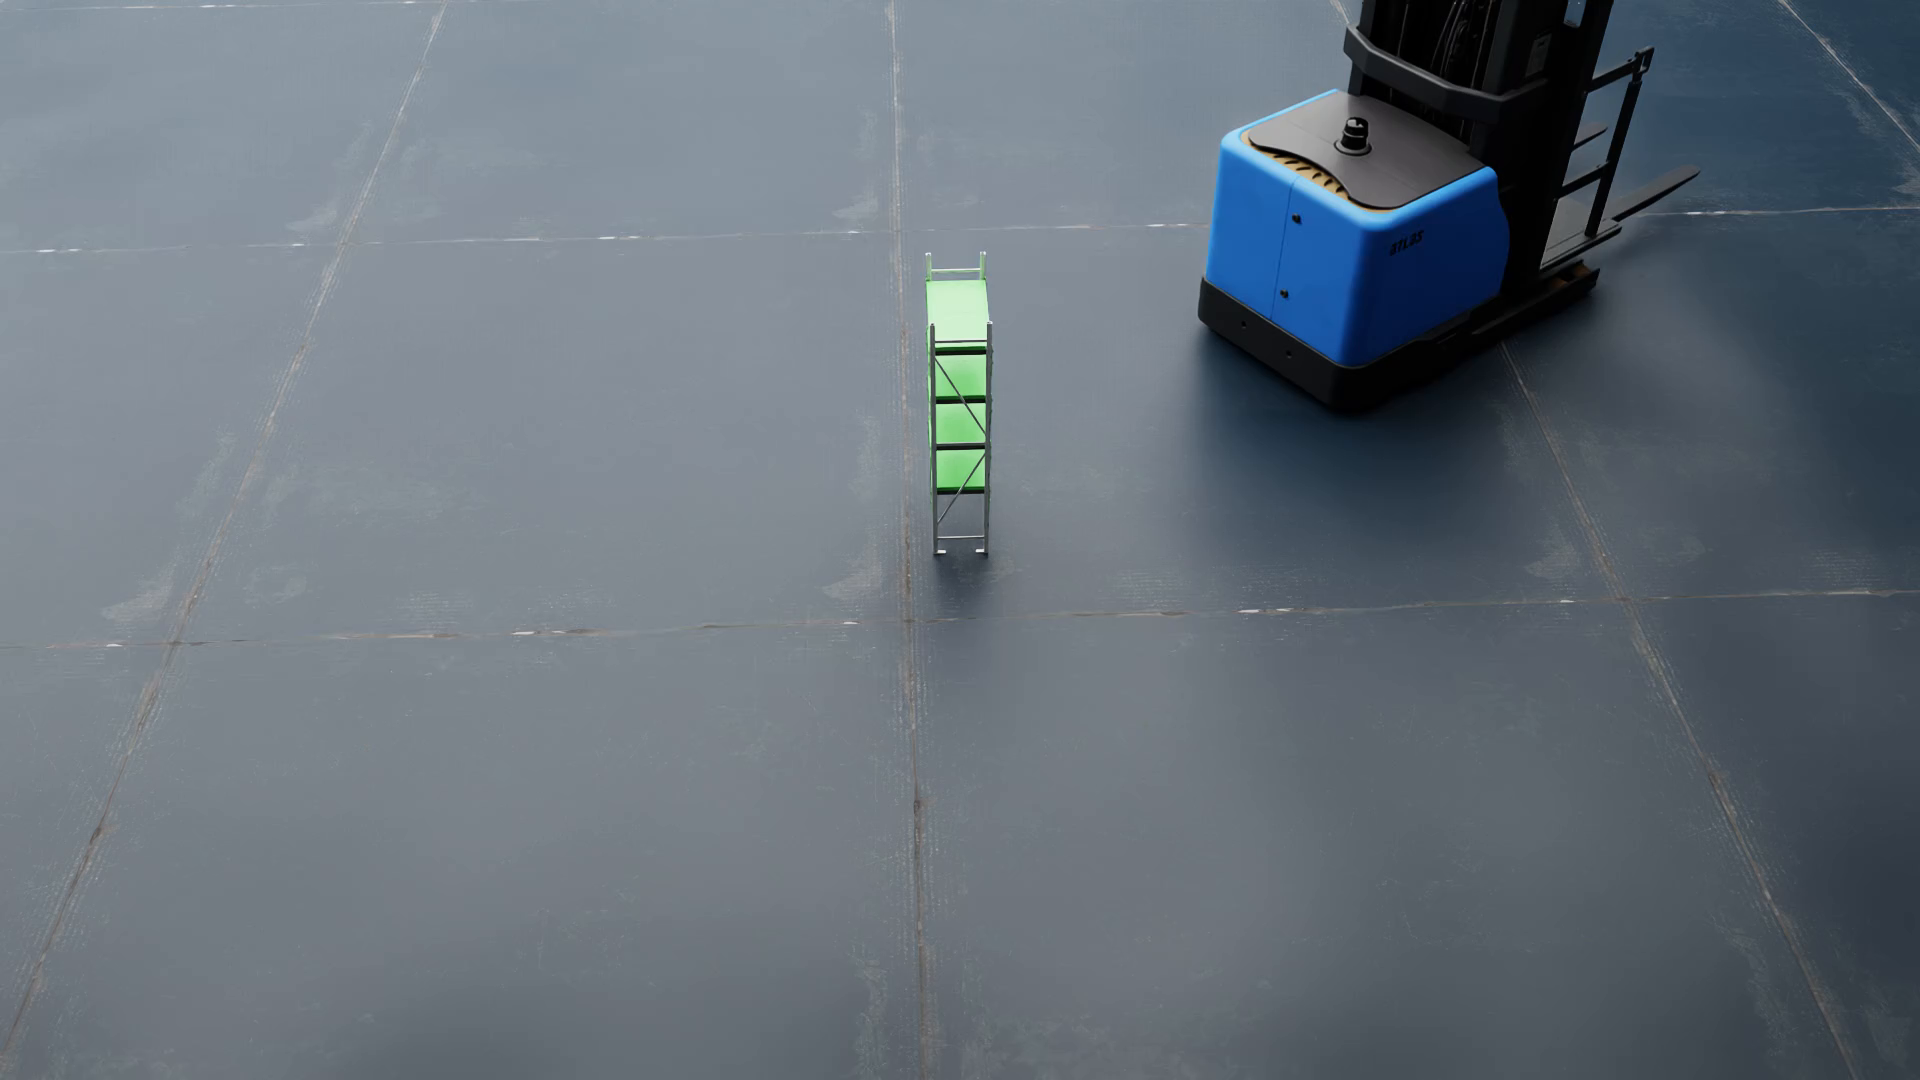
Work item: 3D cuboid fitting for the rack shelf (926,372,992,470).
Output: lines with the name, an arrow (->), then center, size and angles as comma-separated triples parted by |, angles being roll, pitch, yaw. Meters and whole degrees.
rack shelf -> -0.007, -0.507, 7.010 | 0.258, 0.148, 0.480 | -2, 43, -2

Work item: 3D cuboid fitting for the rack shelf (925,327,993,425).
rack shelf -> -0.007, -0.684, 6.847 | 0.258, 0.148, 0.480 | -2, 43, -2

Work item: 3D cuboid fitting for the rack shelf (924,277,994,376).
rack shelf -> -0.007, -0.861, 6.685 | 0.258, 0.148, 0.480 | -2, 43, -2

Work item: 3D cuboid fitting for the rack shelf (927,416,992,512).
rack shelf -> -0.007, -0.330, 7.172 | 0.258, 0.148, 0.480 | -2, 43, -2

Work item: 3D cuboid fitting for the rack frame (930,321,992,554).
rack frame -> 0.003, -0.389, 6.787 | 0.240, 1.200, 0.015 | -2, 43, -2

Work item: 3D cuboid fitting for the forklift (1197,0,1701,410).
forklift -> 2.674, -2.514, 7.824 | 3.031, 2.935, 1.130 | -27, 49, -27

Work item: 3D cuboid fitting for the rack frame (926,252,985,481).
rack frame -> -0.017, -0.719, 7.146 | 0.240, 1.200, 0.015 | -2, 43, -2

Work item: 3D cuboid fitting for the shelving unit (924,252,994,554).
shelving unit -> -0.007, -0.554, 6.966 | 0.258, 1.200, 0.503 | -2, 43, -2
